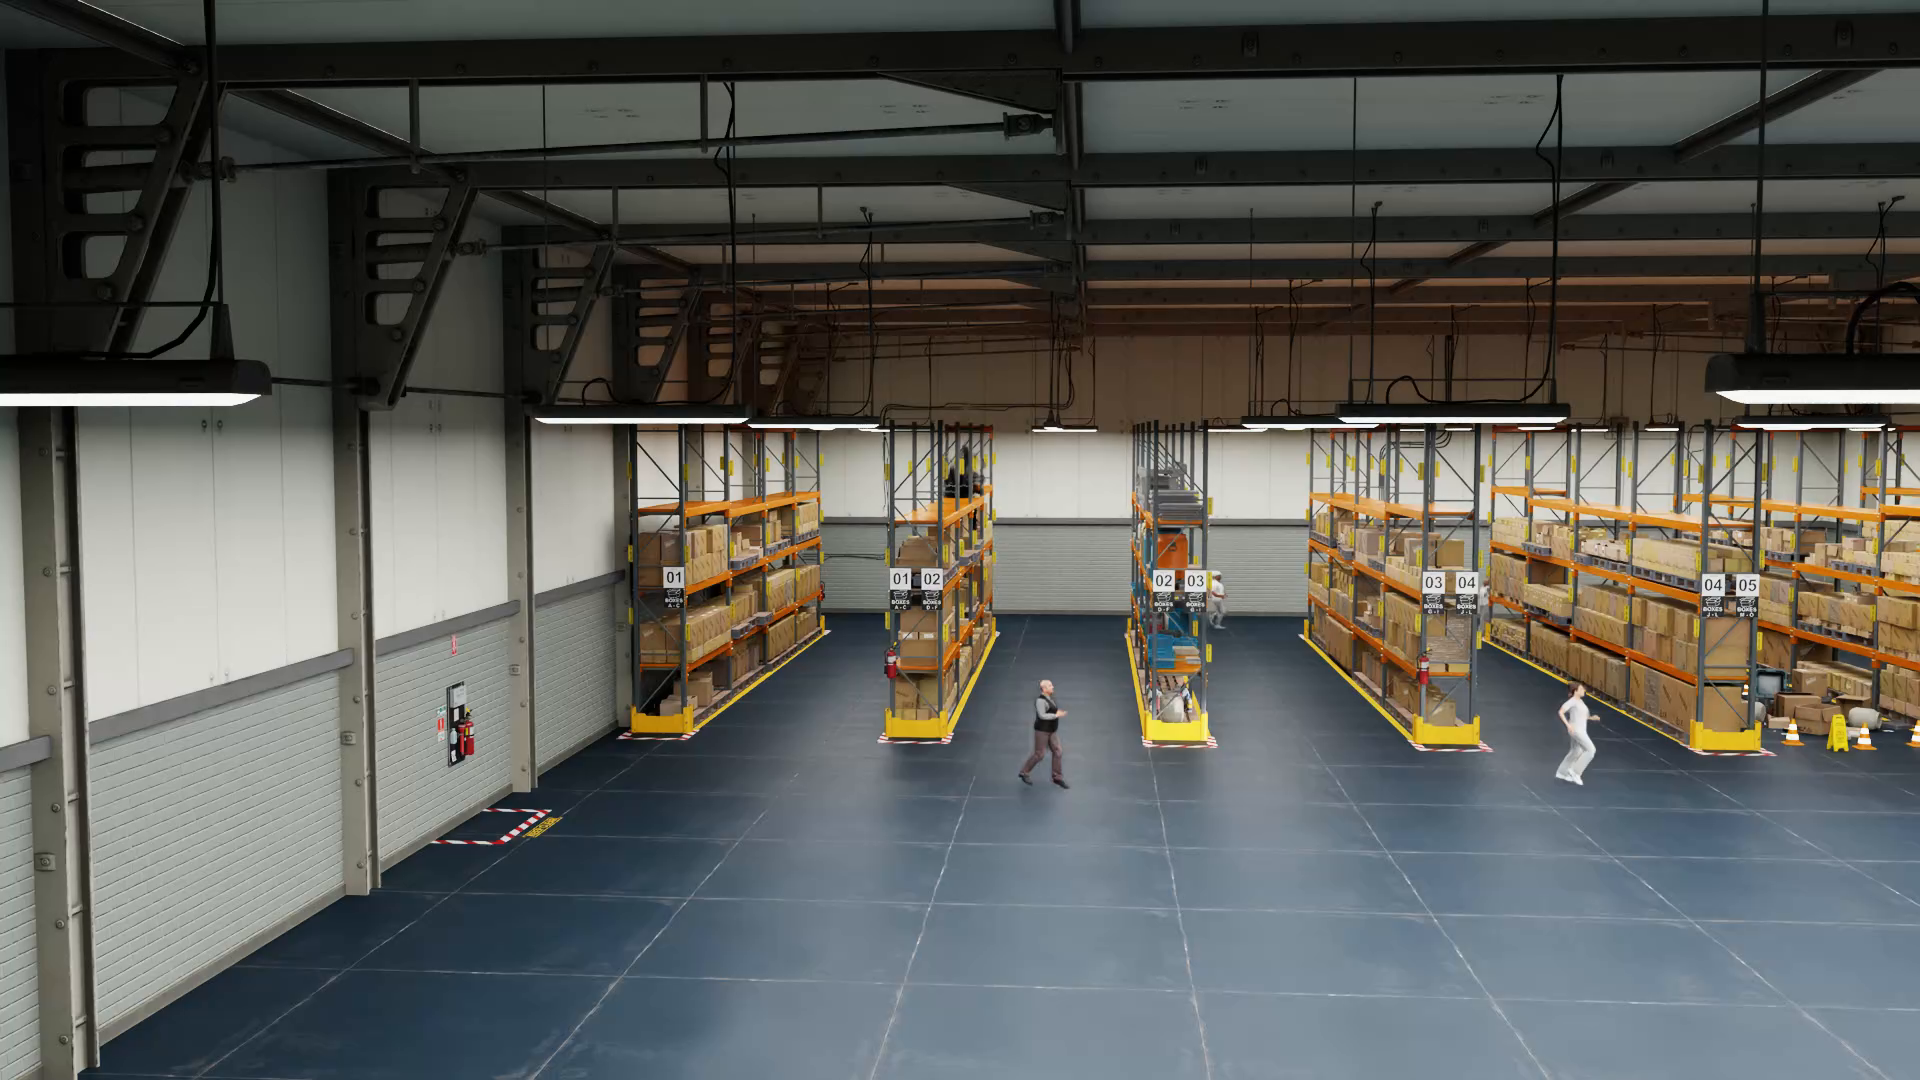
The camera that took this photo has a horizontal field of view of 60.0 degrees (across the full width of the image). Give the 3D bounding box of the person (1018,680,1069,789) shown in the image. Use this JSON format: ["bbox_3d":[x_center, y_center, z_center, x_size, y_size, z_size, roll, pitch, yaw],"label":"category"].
[{"bbox_3d":[1.353,3.146,26.928,0.829,1.777,0.657,2,4,25],"label":"person"}]

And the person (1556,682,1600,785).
[{"bbox_3d":[10.118,3.172,27.226,0.685,1.651,0.535,2,4,32],"label":"person"}]

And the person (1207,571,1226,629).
[{"bbox_3d":[7.574,1.766,48.962,0.606,1.718,0.697,1,4,18],"label":"person"}]

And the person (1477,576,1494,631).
[{"bbox_3d":[14.988,1.877,47.375,0.908,1.697,0.596,-2,4,-28],"label":"person"}]
